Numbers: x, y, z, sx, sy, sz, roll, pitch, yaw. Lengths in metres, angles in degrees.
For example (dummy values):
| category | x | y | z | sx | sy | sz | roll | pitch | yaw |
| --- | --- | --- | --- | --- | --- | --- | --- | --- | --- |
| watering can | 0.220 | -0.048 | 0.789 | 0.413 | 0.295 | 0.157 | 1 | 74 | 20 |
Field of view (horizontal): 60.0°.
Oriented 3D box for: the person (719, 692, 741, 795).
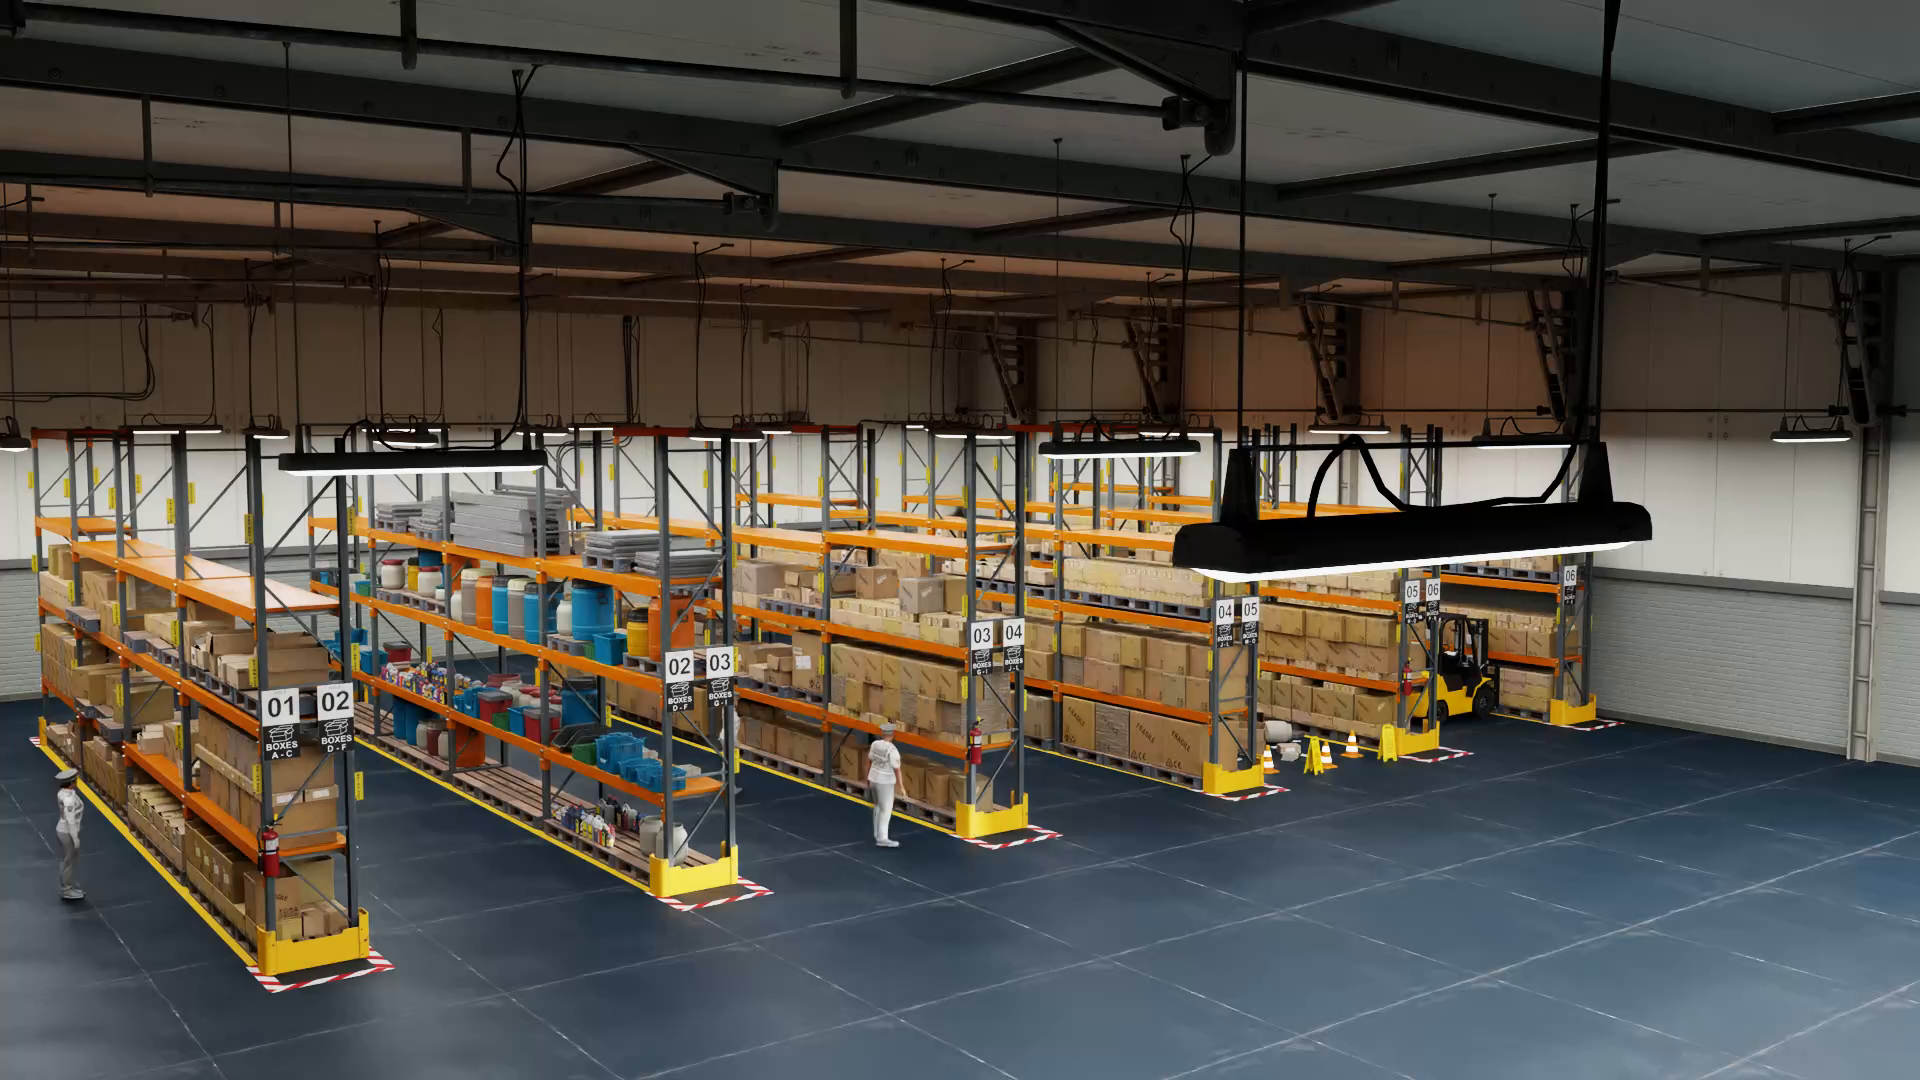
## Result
| category | x | y | z | sx | sy | sz | roll | pitch | yaw |
| --- | --- | --- | --- | --- | --- | --- | --- | --- | --- |
| person | -3.791 | 3.344 | 27.431 | 0.356 | 1.689 | 0.517 | -1 | 5 | -16 |

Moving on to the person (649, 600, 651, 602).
| category | x | y | z | sx | sy | sz | roll | pitch | yaw |
| --- | --- | --- | --- | --- | --- | --- | --- | --- | --- |
| person | -7.617 | 2.240 | 41.652 | 0.438 | 1.650 | 0.928 | -3 | 5 | -29 |

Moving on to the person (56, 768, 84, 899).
| category | x | y | z | sx | sy | sz | roll | pitch | yaw |
| --- | --- | --- | --- | --- | --- | --- | --- | --- | --- |
| person | -11.521 | 3.800 | 21.527 | 0.353 | 1.691 | 0.525 | -2 | 5 | -23 |

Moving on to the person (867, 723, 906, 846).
| category | x | y | z | sx | sy | sz | roll | pitch | yaw |
| --- | --- | --- | --- | --- | --- | --- | --- | --- | --- |
| person | -1.107 | 3.572 | 24.273 | 0.505 | 1.807 | 0.696 | -3 | 5 | -34 |
